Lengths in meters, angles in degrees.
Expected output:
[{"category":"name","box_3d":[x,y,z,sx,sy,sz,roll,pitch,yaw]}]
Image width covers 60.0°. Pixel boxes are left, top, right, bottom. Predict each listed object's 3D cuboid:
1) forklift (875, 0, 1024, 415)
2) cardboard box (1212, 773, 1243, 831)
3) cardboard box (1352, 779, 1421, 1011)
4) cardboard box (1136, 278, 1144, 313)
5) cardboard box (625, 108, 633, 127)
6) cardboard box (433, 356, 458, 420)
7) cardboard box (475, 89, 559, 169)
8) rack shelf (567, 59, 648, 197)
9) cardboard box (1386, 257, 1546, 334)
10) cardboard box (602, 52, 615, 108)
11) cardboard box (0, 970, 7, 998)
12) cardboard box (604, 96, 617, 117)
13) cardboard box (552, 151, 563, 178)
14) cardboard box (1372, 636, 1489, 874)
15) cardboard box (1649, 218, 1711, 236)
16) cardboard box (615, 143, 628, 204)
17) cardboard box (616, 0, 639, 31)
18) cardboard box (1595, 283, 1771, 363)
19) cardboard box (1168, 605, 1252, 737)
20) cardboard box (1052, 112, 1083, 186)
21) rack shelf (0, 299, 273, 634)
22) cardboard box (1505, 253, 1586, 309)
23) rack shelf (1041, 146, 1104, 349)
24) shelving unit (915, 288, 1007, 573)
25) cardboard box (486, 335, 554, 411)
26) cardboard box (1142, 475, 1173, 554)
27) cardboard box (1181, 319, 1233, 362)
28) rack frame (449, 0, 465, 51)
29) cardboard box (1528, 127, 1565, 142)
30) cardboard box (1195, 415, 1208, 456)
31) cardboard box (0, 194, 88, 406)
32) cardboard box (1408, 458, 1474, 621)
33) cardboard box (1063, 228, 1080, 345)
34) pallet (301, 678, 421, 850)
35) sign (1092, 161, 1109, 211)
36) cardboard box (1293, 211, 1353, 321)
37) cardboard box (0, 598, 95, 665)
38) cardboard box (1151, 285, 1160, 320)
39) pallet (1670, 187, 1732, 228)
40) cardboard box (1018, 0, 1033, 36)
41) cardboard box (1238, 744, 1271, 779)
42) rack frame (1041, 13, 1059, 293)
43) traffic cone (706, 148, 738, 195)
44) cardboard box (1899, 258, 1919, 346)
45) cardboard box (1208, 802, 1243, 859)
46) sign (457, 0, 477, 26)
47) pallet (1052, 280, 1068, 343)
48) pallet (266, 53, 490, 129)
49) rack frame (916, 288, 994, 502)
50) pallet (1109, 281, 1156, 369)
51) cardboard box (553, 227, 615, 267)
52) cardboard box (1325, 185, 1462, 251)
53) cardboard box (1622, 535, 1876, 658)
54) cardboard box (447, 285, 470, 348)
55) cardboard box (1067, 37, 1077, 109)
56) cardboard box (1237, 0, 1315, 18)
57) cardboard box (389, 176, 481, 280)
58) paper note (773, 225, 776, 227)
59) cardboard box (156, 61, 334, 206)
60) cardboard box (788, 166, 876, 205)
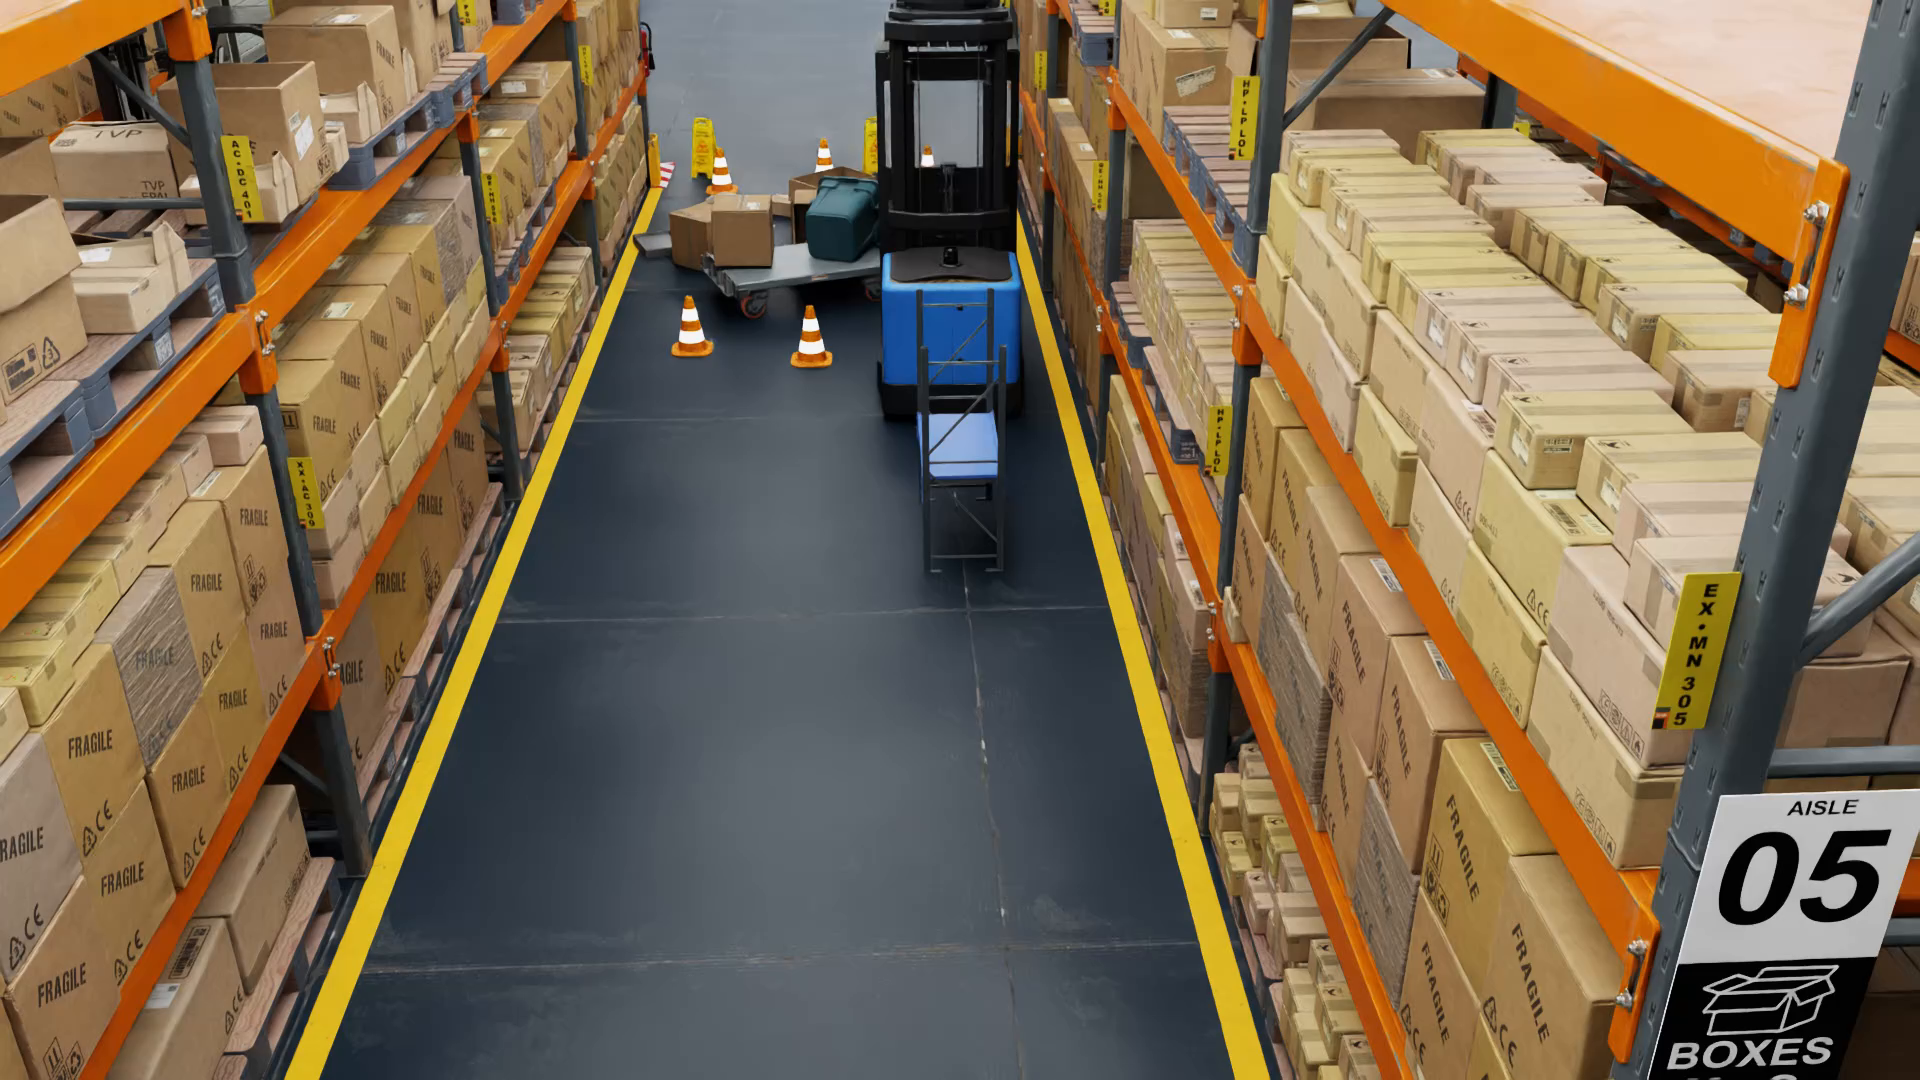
[{"category":"forklift","box_3d":[-0.102,-2.879,13.163,1.130,2.935,3.031,-1,28,-2]},{"category":"cardboard box","box_3d":[1.363,1.194,7.586,0.380,0.149,0.250,0,28,0]},{"category":"cardboard box","box_3d":[1.534,1.071,5.085,0.500,0.500,0.500,-1,28,-2]},{"category":"cardboard box","box_3d":[1.290,-1.513,10.288,0.380,0.149,0.250,0,28,0]},{"category":"cardboard box","box_3d":[-3.503,-4.242,16.708,0.380,0.149,0.250,-1,28,-2]},{"category":"cardboard box","box_3d":[-3.145,-0.846,9.352,0.500,0.250,0.500,-2,28,-3]},{"category":"cardboard box","box_3d":[-3.391,-3.142,12.709,0.500,0.500,0.500,0,28,-1]},{"category":"rack shelf","box_3d":[-3.797,-4.060,16.130,1.077,0.370,4.000,-1,28,-3]},{"category":"cardboard box","box_3d":[1.484,-0.720,4.895,0.380,0.149,0.250,-2,28,-4]},{"category":"cardboard box","box_3d":[-3.499,-4.305,15.392,0.500,0.500,0.500,-2,28,-3]},{"category":"cardboard box","box_3d":[-2.840,1.132,4.209,0.500,0.500,0.500,-2,28,-4]},{"category":"cardboard box","box_3d":[-3.446,-4.088,15.678,0.380,0.149,0.250,-1,28,-2]},{"category":"cardboard box","box_3d":[-3.327,-2.941,13.025,0.380,0.149,0.250,-1,28,-2]},{"category":"cardboard box","box_3d":[1.538,0.622,4.866,0.500,0.500,0.500,0,28,0]},{"category":"cardboard box","box_3d":[6.215,-2.497,14.583,0.700,0.500,0.500,-3,28,-7]},{"category":"cardboard box","box_3d":[-3.518,-3.520,16.026,0.500,0.500,0.500,0,28,0]},{"category":"cardboard box","box_3d":[-3.508,-5.224,16.074,0.700,0.500,0.500,-2,28,-3]},{"category":"cardboard box","box_3d":[2.031,-0.615,4.694,0.380,0.149,0.250,0,28,-1]},{"category":"cardboard box","box_3d":[1.373,0.660,8.553,0.500,0.500,0.500,-2,28,-4]},{"category":"cardboard box","box_3d":[1.032,-3.183,13.563,0.500,0.500,0.500,-1,28,-2]},{"category":"rack shelf","box_3d":[-3.170,0.152,4.811,1.077,0.370,4.000,-1,28,-3]},{"category":"cardboard box","box_3d":[1.989,-0.724,5.334,0.500,0.250,0.500,0,28,-1]},{"category":"rack shelf","box_3d":[1.350,-2.379,12.907,1.077,0.370,4.000,-1,28,-3]},{"category":"shelving unit","box_3d":[-0.004,-0.704,10.541,0.538,1.500,1.048,-1,28,-3]},{"category":"cardboard box","box_3d":[-3.549,-1.231,12.316,0.950,0.372,0.625,-2,28,-4]},{"category":"cardboard box","box_3d":[1.317,-0.156,9.307,0.500,0.250,0.500,-3,28,-5]},{"category":"cardboard box","box_3d":[1.380,-1.048,8.752,0.380,0.149,0.250,-3,28,-5]},{"category":"rack frame","box_3d":[-3.483,-4.268,9.264,1.000,3.000,0.127,-1,28,-3]},{"category":"cardboard box","box_3d":[6.077,-4.055,17.593,0.500,0.500,0.500,6,28,11]},{"category":"cardboard box","box_3d":[1.407,-0.531,8.404,0.380,0.149,0.250,-3,28,-5]},{"category":"cardboard box","box_3d":[-3.172,-0.745,5.079,0.797,0.503,0.637,1,28,1]},{"category":"cardboard box","box_3d":[1.538,-0.012,4.509,0.500,0.250,0.500,0,28,0]},{"category":"cardboard box","box_3d":[1.415,-2.080,13.535,1.050,0.750,0.750,-1,28,-3]},{"category":"pallet","box_3d":[-3.390,1.121,8.434,1.003,0.211,1.213,-1,28,-3]},{"category":"sign","box_3d":[0.901,-2.272,10.674,0.100,0.325,0.005,-1,28,-3]},{"category":"cardboard box","box_3d":[1.470,-0.954,5.775,0.500,0.250,0.500,-1,28,-3]},{"category":"cardboard box","box_3d":[-2.909,0.304,5.095,0.380,0.149,0.250,-1,28,-3]},{"category":"cardboard box","box_3d":[1.326,-1.388,9.725,0.380,0.149,0.250,-1,28,-2]},{"category":"pallet","box_3d":[6.269,-2.675,12.905,1.003,0.211,1.213,-1,28,-3]},{"category":"cardboard box","box_3d":[1.032,-5.328,16.454,0.875,0.550,0.550,-1,28,-3]},{"category":"cardboard box","box_3d":[1.475,1.051,7.538,0.380,0.149,0.250,0,28,-1]},{"category":"rack frame","box_3d":[1.246,-3.621,14.512,1.000,3.000,0.127,-1,28,-3]},{"category":"traffic cone","box_3d":[-2.590,-4.010,18.000,0.336,0.463,0.334,-1,28,-3]},{"category":"cardboard box","box_3d":[6.196,-1.422,10.187,0.500,0.500,0.500,-2,28,-4]},{"category":"cardboard box","box_3d":[1.362,1.327,7.653,0.380,0.149,0.250,-3,28,-5]},{"category":"sign","box_3d":[-2.929,-3.212,9.838,0.100,0.325,0.005,-1,28,-3]},{"category":"pallet","box_3d":[1.361,-2.030,14.477,1.003,0.211,1.213,-1,28,-3]},{"category":"pallet","box_3d":[-3.397,-2.558,9.434,1.213,0.211,1.003,0,28,0]},{"category":"rack frame","box_3d":[-0.031,-0.939,10.991,0.500,1.500,0.032,-1,28,-3]},{"category":"pallet","box_3d":[1.598,-1.362,10.388,1.213,0.211,1.003,-1,28,-3]},{"category":"cardboard box","box_3d":[-3.453,-2.701,15.267,0.500,0.250,0.500,-3,28,-5]},{"category":"cardboard box","box_3d":[1.456,-1.086,5.598,0.380,0.149,0.250,-2,28,-4]},{"category":"cardboard box","box_3d":[1.562,0.112,3.300,0.380,0.149,0.250,-2,28,-3]},{"category":"cardboard box","box_3d":[-3.174,-1.309,9.699,0.500,0.250,0.500,-2,28,-4]},{"category":"cardboard box","box_3d":[1.278,-3.880,13.818,0.700,0.500,0.500,-2,28,-4]},{"category":"cardboard box","box_3d":[1.777,-3.071,9.277,0.396,0.266,0.258,-1,28,-3]},{"category":"cardboard box","box_3d":[-3.195,-1.863,9.951,0.500,0.500,0.500,-2,28,-4]},{"category":"paper note","box_3d":[-1.969,-3.196,16.920,0.148,0.019,0.142,8,29,15]},{"category":"cardboard box","box_3d":[-3.031,-1.735,7.089,0.500,0.500,0.500,-2,28,-4]},{"category":"cardboard box","box_3d":[-1.281,-3.445,16.874,0.797,0.503,0.637,-23,35,-37]}]
